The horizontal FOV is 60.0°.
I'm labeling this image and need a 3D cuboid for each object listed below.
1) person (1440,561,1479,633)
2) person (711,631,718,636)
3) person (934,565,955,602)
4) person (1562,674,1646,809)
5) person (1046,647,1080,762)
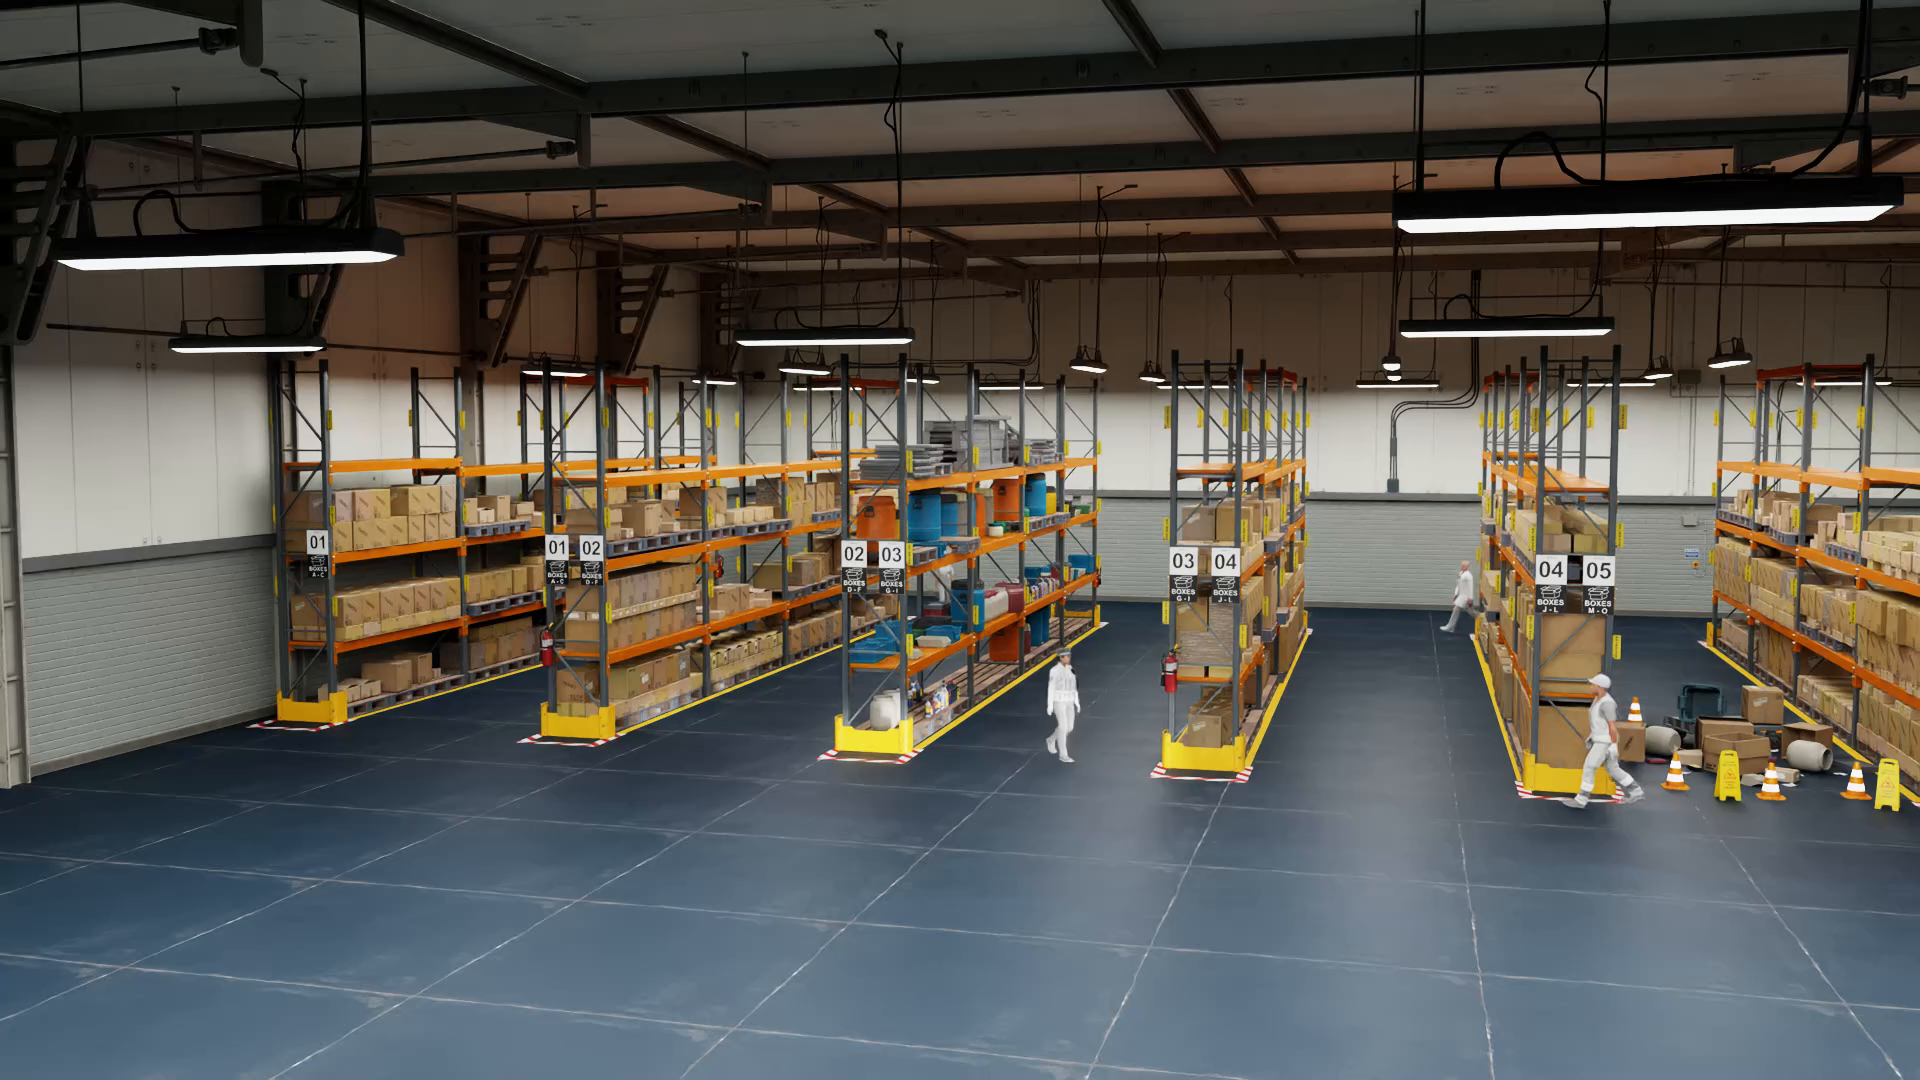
[{"bbox_3d":[11.888,1.342,39.041,1.164,1.722,0.564,0,4,6],"label":"person"},{"bbox_3d":[-5.388,1.635,36.048,0.486,1.515,0.783,2,4,24],"label":"person"},{"bbox_3d":[-0.363,1.189,41.454,0.503,1.637,0.937,-1,4,-8],"label":"person"},{"bbox_3d":[8.295,2.591,21.382,1.057,1.750,0.607,1,4,7],"label":"person"},{"bbox_3d":[1.492,2.401,24.576,0.509,1.662,0.722,-4,6,-45],"label":"person"}]
